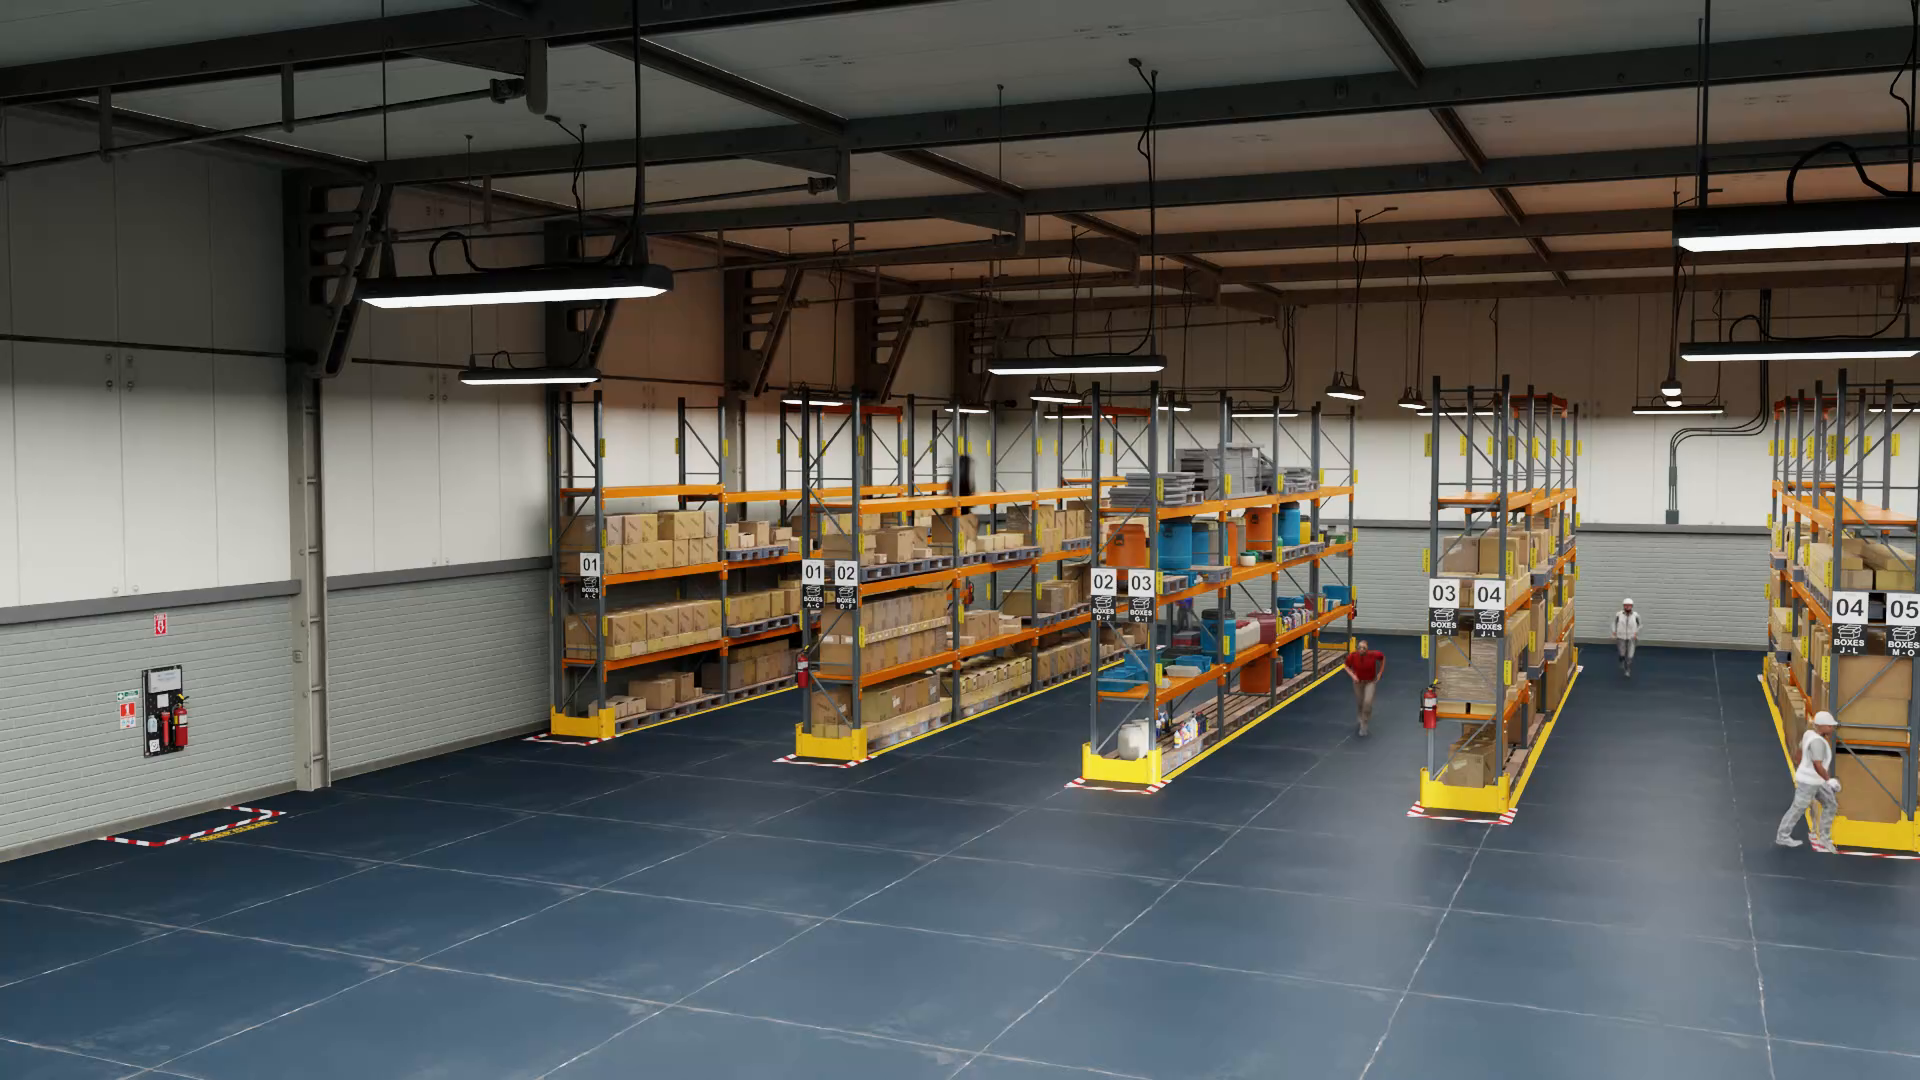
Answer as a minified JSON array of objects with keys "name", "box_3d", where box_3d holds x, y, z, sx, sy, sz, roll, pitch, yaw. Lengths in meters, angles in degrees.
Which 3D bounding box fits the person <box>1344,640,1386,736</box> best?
[{"name":"person","box_3d":[7.153,2.578,29.395,0.705,1.696,1.024,1,3,13]}]

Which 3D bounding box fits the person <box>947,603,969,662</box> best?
[{"name":"person","box_3d":[-0.026,2.156,36.477,0.700,1.666,0.855,1,3,14]}]

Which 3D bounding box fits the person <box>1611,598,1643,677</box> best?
[{"name":"person","box_3d":[14.618,2.135,36.459,0.647,1.725,0.619,1,3,20]}]

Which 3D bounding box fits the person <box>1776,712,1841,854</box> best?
[{"name":"person","box_3d":[10.459,3.004,20.482,0.732,1.828,0.632,2,4,37]}]

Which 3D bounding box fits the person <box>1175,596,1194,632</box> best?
[{"name":"person","box_3d":[5.614,1.881,41.550,0.551,1.715,0.848,0,3,-6]}]
